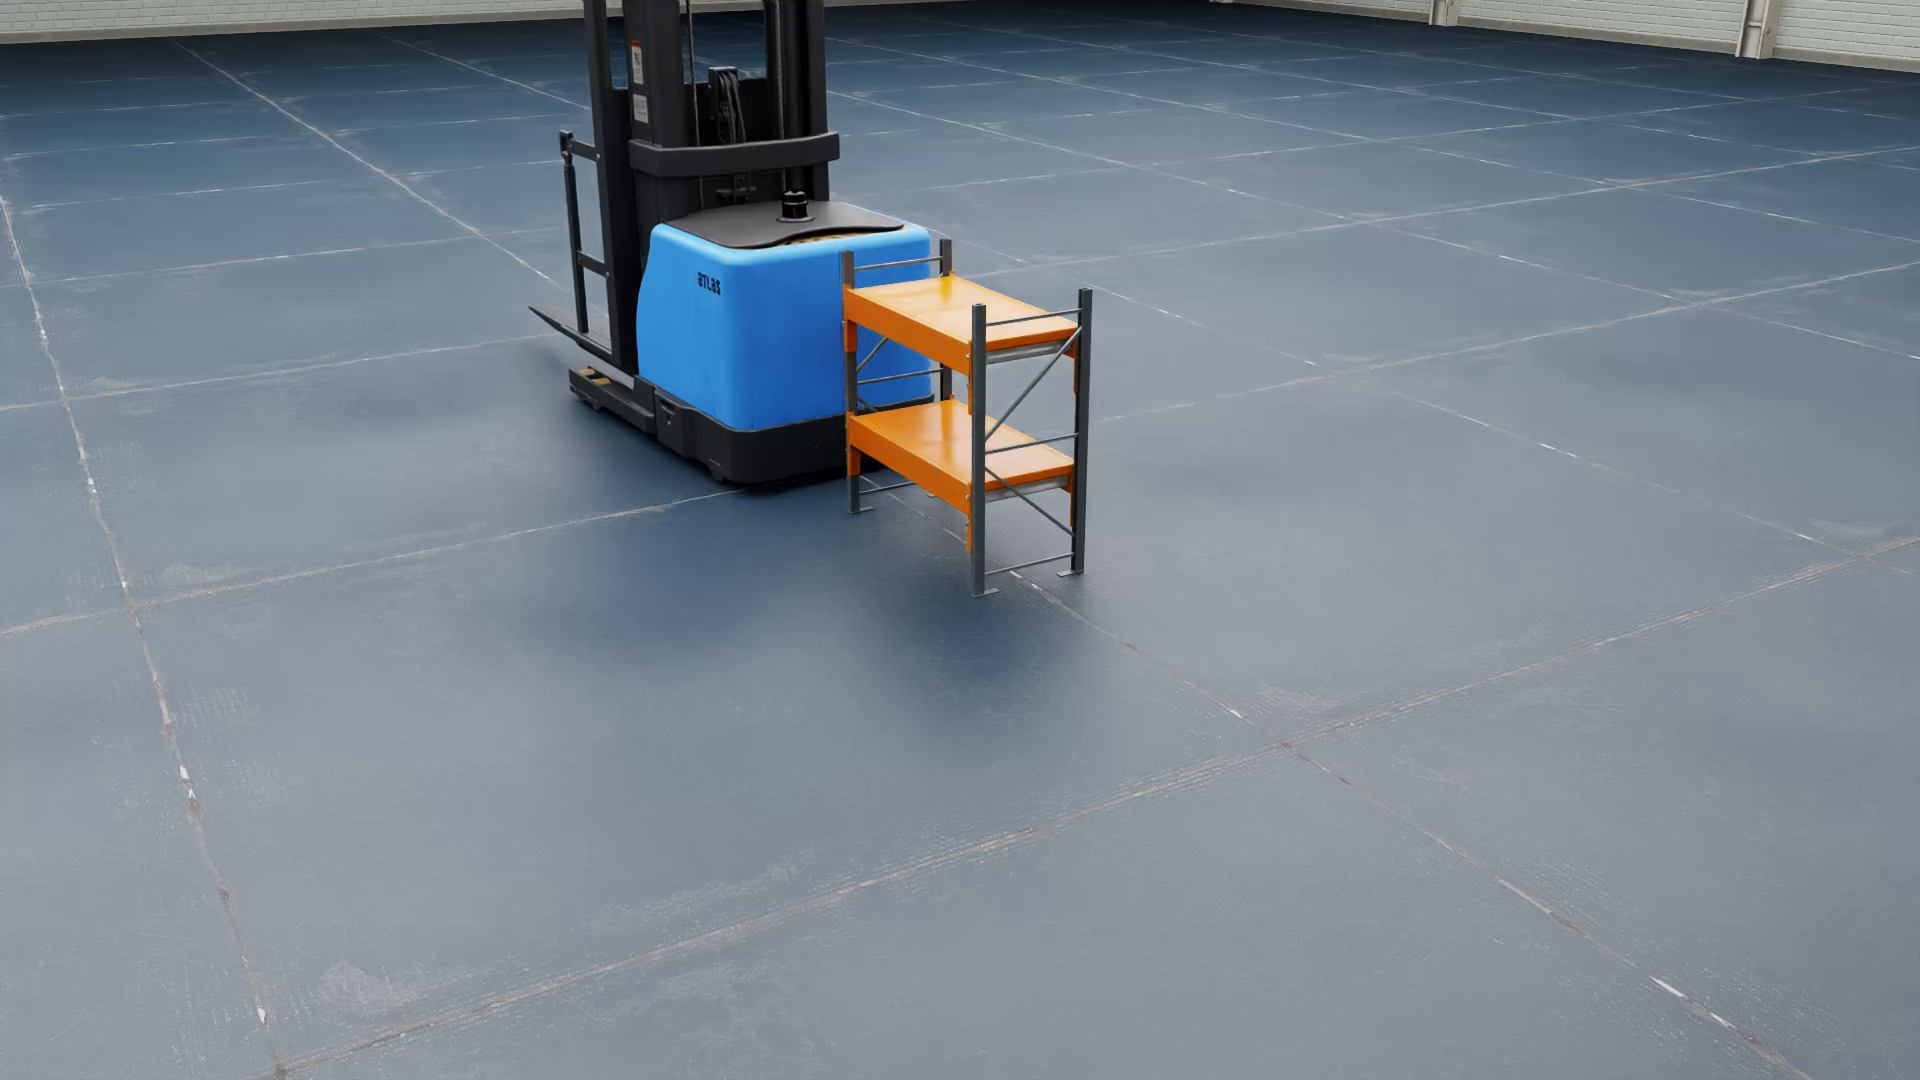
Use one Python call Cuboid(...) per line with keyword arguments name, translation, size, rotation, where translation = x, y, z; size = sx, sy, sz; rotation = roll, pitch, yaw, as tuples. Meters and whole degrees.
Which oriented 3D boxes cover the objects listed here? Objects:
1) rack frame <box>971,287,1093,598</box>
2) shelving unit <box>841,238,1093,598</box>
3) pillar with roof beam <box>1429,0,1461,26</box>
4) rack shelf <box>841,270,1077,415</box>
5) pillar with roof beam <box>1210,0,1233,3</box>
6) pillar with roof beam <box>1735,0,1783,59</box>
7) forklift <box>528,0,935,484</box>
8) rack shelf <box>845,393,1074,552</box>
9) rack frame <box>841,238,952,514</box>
Cuboid(name="rack frame", translation=(0.263, -0.354, 6.189), size=(0.500, 1.125, 0.032), rotation=(-13, 25, -28))
Cuboid(name="shelving unit", translation=(0.003, -0.519, 6.594), size=(0.538, 1.125, 1.048), rotation=(-13, 25, -28))
Cuboid(name="pillar with roof beam", translation=(4.625, -12.212, 24.905), size=(9.100, 9.000, 0.400), rotation=(-13, 25, -28))
Cuboid(name="rack shelf", translation=(0.003, -0.790, 6.484), size=(0.538, 0.278, 1.000), rotation=(-13, 25, -28))
Cuboid(name="pillar with roof beam", translation=(1.560, -14.154, 29.683), size=(9.100, 9.000, 0.400), rotation=(-13, 25, -28))
Cuboid(name="pillar with roof beam", translation=(7.689, -10.269, 20.126), size=(9.100, 9.000, 0.400), rotation=(-13, 25, -28))
Cuboid(name="forklift", translation=(-1.356, -2.102, 8.091), size=(1.130, 2.935, 3.031), rotation=(-14, 26, -31))
Cuboid(name="rack shelf", translation=(0.003, -0.292, 6.686), size=(0.538, 0.278, 1.000), rotation=(-13, 25, -28))
Cuboid(name="rack frame", translation=(-0.256, -0.683, 6.999), size=(0.500, 1.125, 0.032), rotation=(-13, 25, -28))
